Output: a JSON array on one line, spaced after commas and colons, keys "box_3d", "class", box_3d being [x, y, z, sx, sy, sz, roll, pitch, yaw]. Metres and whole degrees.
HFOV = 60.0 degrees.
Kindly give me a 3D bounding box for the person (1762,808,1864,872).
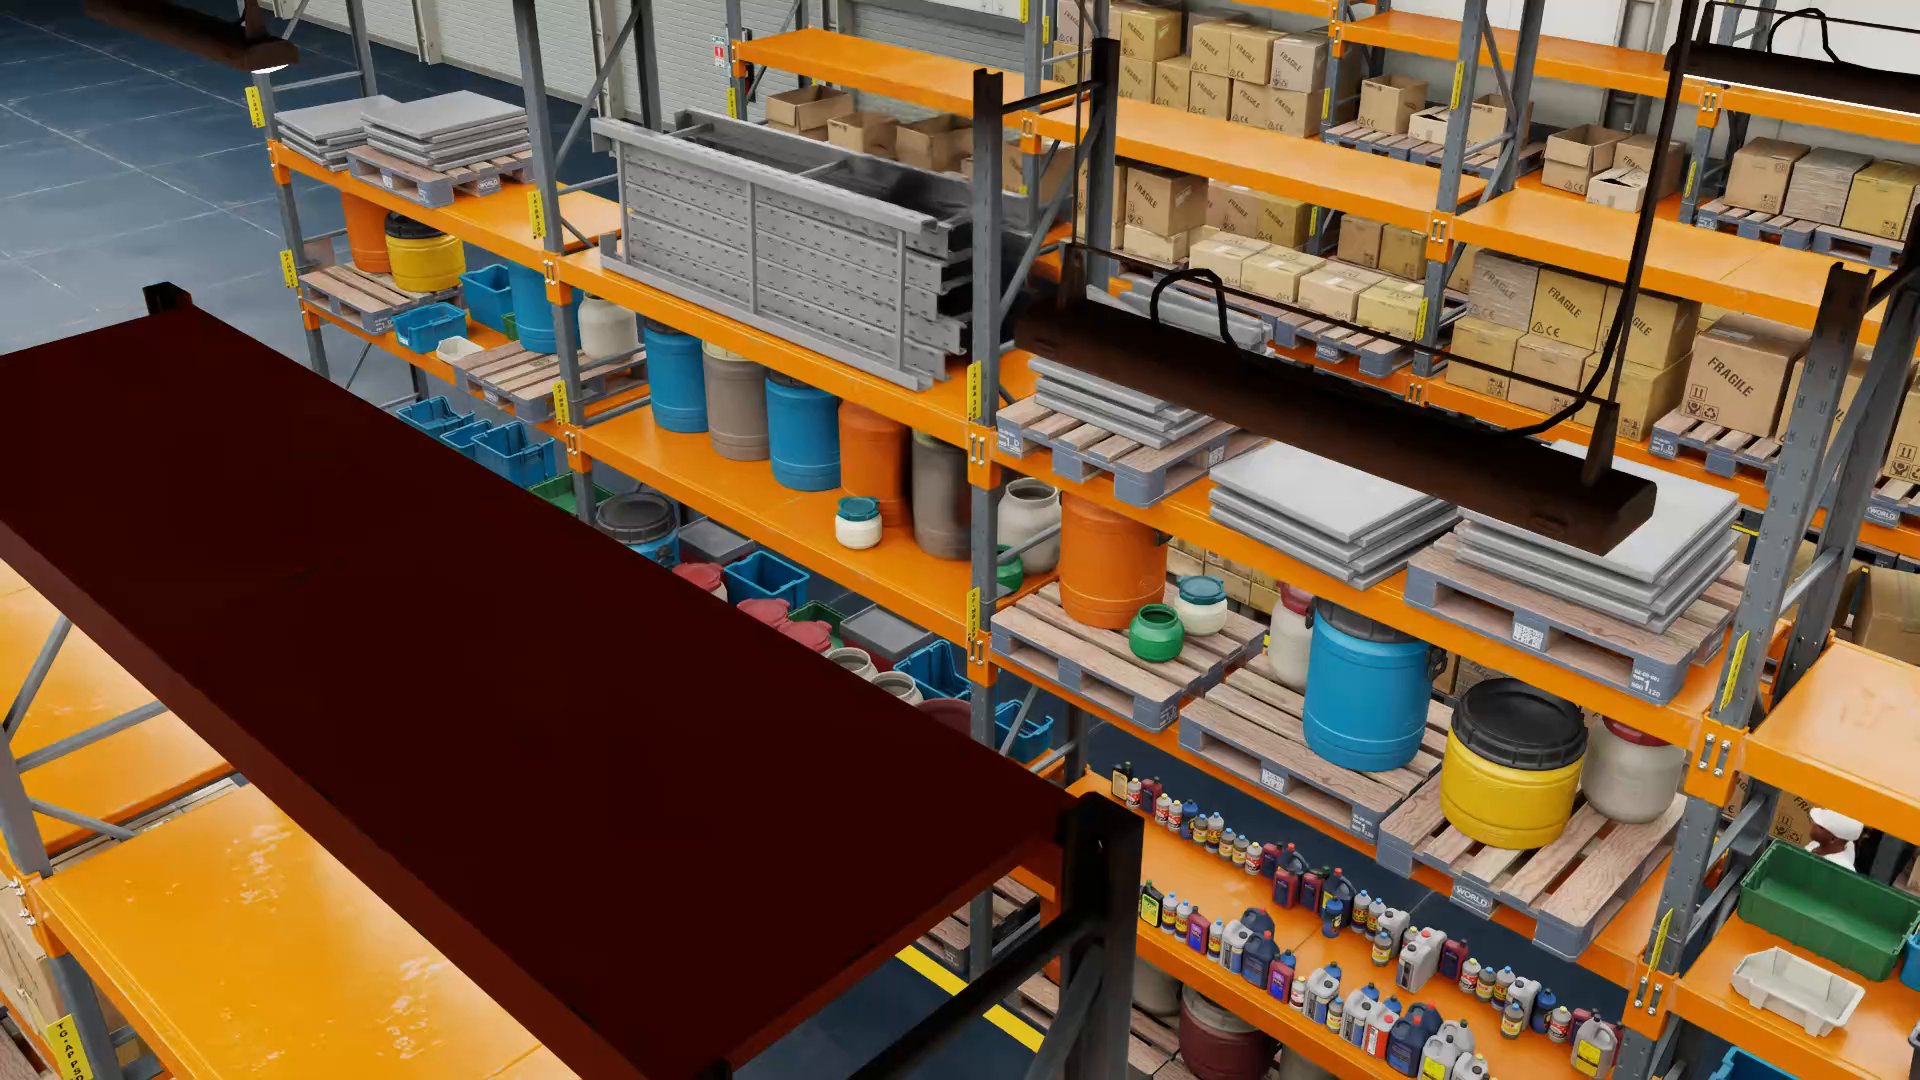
[{"box_3d": [5.205, 2.364, 10.212, 0.957, 1.788, 0.694, 18, 34, 29], "class": "person"}]
